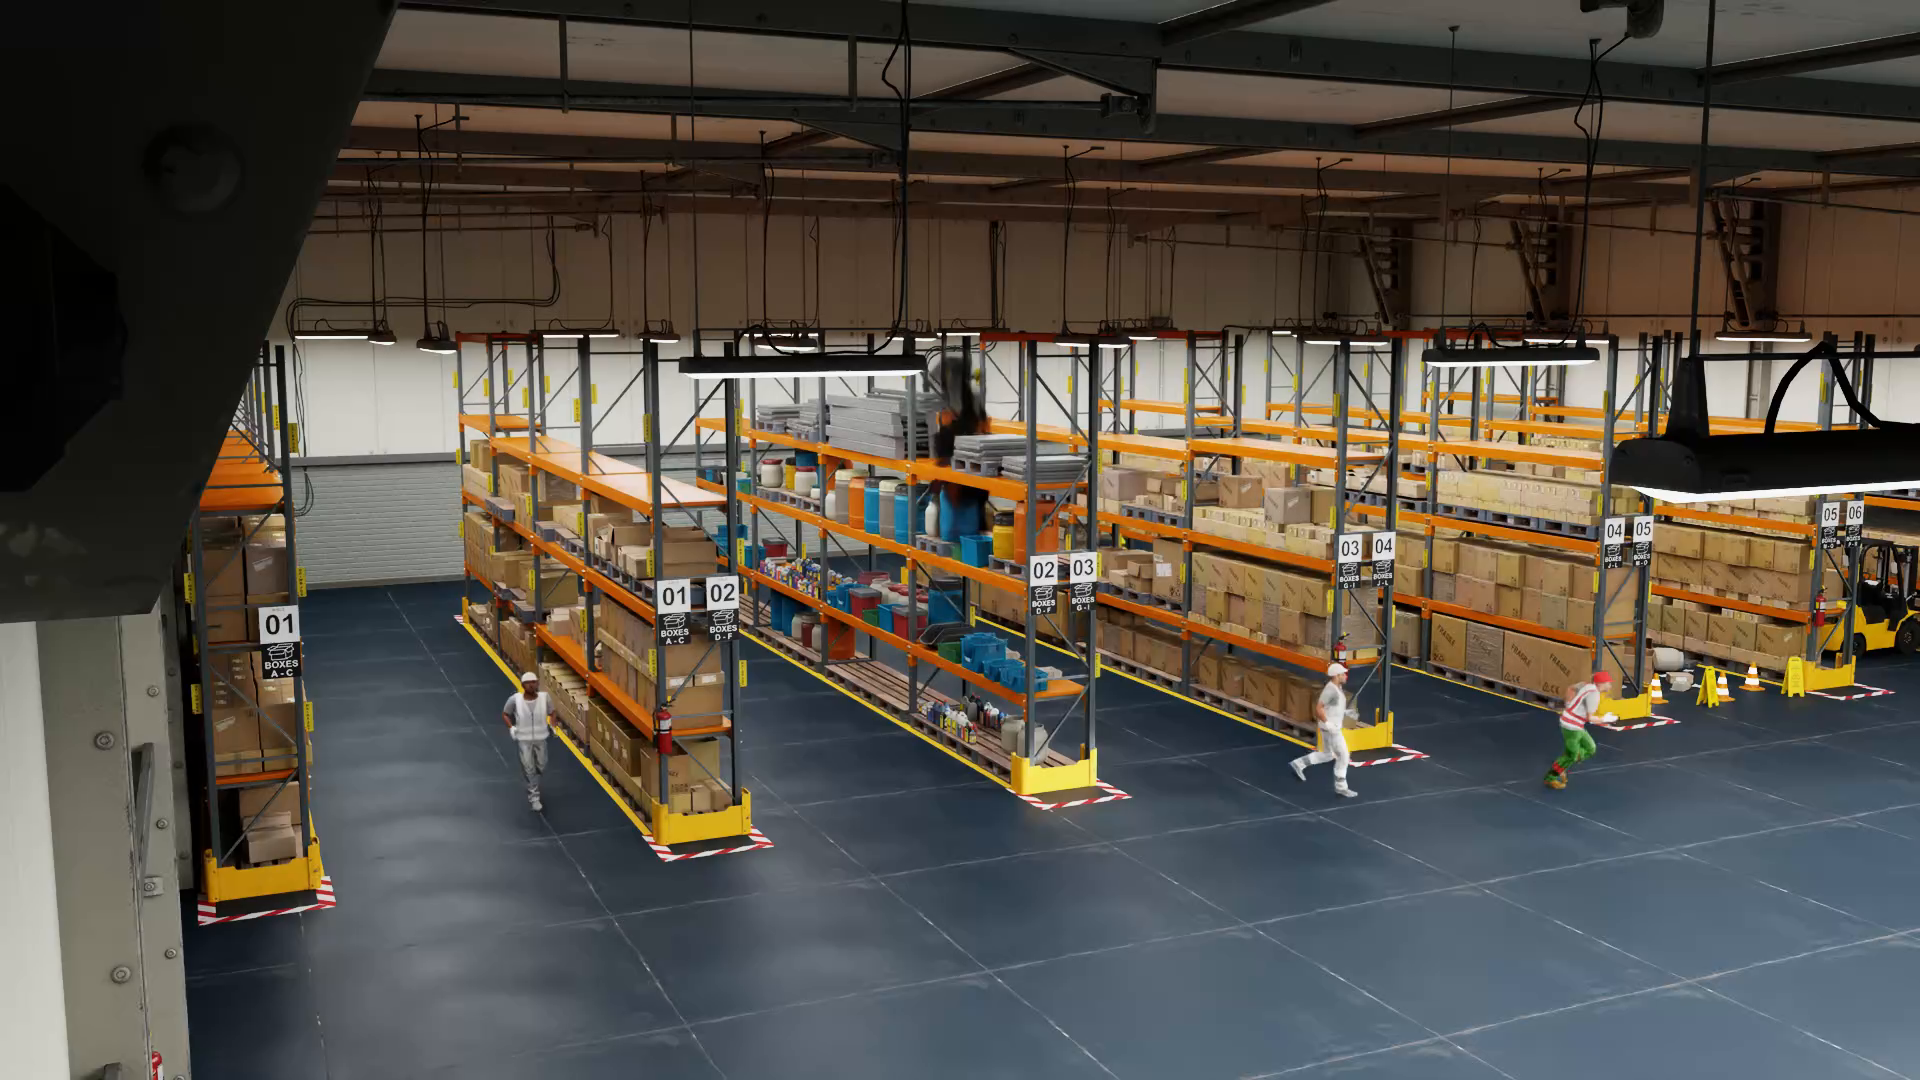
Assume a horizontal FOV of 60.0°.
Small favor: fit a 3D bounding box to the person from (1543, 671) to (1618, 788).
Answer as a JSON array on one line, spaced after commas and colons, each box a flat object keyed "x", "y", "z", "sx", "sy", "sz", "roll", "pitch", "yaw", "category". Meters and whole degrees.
[{"x": 8.331, "y": 2.530, "z": 22.329, "sx": 0.895, "sy": 1.608, "sz": 0.701, "roll": 2, "pitch": 8, "yaw": 15, "category": "person"}]

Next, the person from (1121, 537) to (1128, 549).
[{"x": 3.259, "y": 0.740, "z": 35.461, "sx": 0.707, "sy": 1.708, "sz": 0.972, "roll": -4, "pitch": 9, "yaw": -29, "category": "person"}]

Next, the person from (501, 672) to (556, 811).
[{"x": -5.577, "y": 2.574, "z": 21.591, "sx": 0.681, "sy": 1.759, "sz": 0.778, "roll": -3, "pitch": 8, "yaw": -23, "category": "person"}]

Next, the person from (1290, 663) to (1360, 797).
[{"x": 4.842, "y": 2.501, "z": 22.071, "sx": 0.900, "sy": 1.775, "sz": 0.631, "roll": 2, "pitch": 8, "yaw": 17, "category": "person"}]
